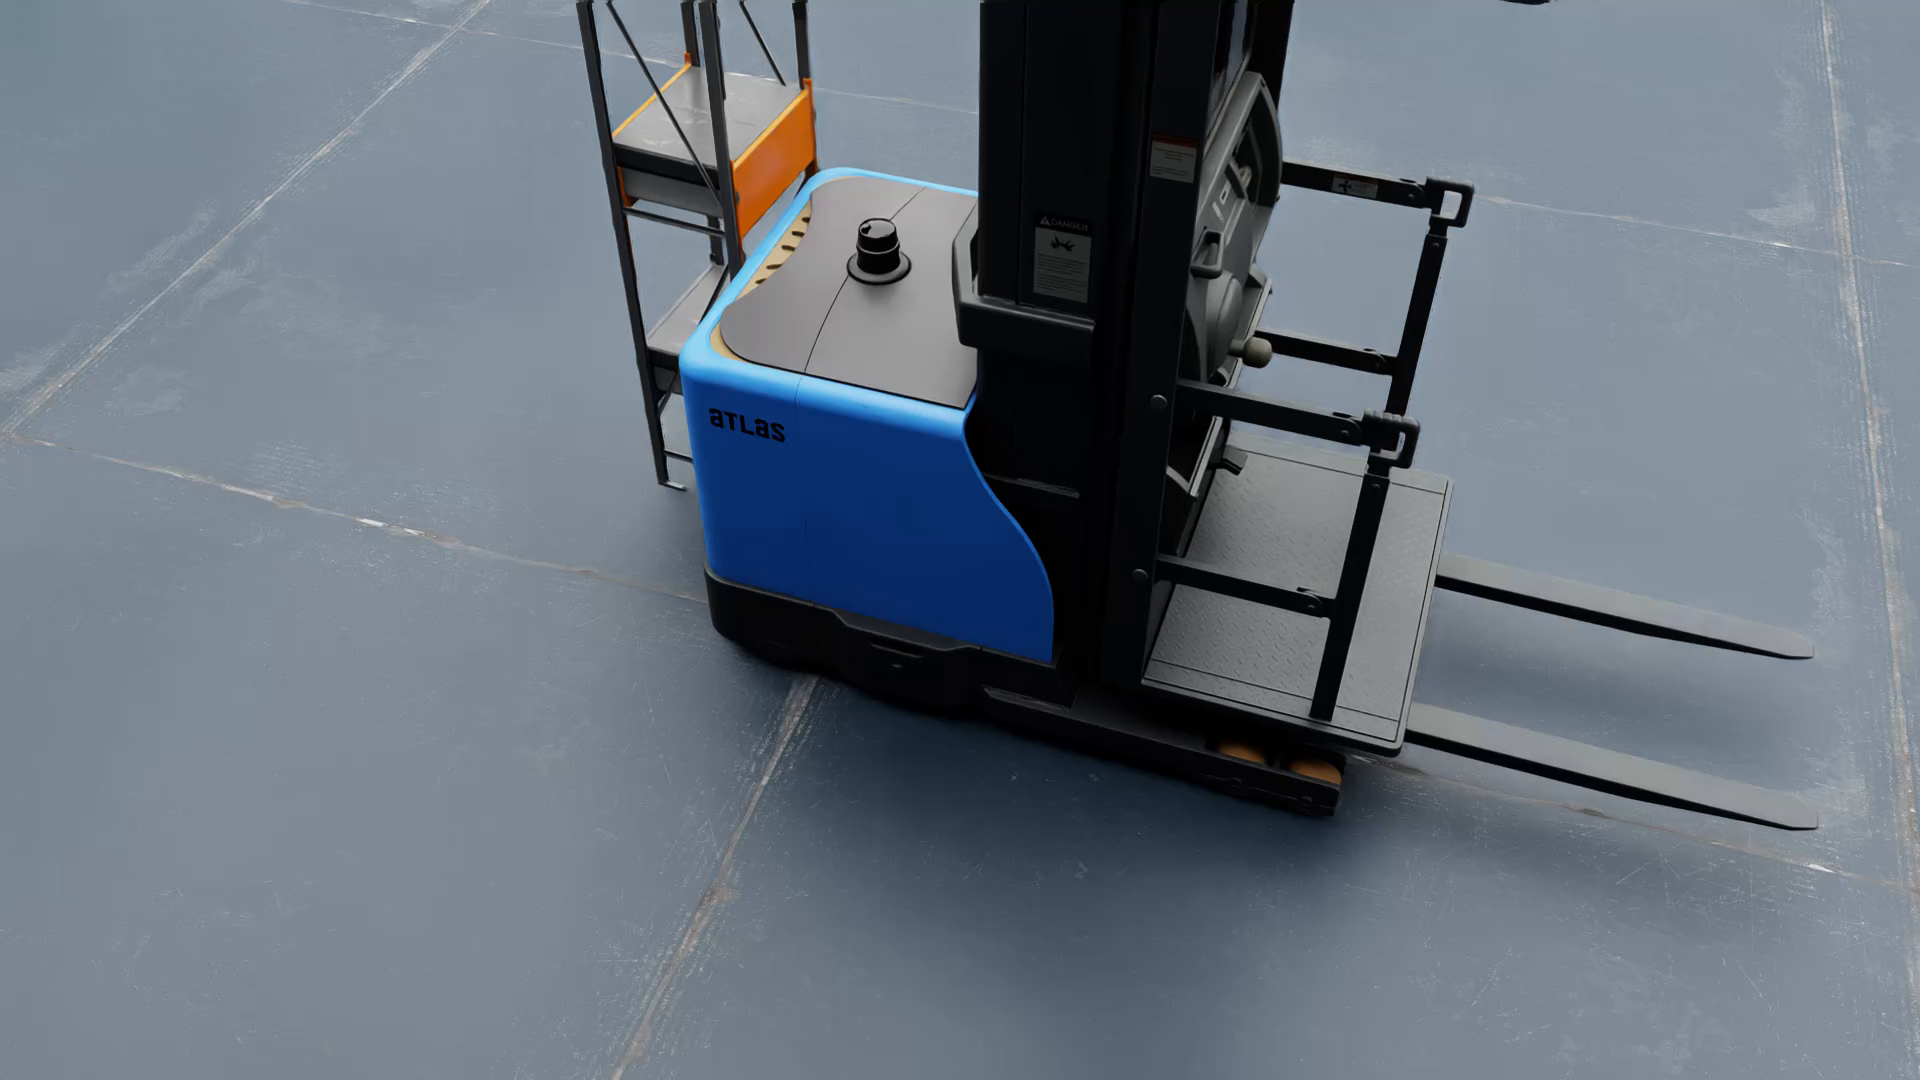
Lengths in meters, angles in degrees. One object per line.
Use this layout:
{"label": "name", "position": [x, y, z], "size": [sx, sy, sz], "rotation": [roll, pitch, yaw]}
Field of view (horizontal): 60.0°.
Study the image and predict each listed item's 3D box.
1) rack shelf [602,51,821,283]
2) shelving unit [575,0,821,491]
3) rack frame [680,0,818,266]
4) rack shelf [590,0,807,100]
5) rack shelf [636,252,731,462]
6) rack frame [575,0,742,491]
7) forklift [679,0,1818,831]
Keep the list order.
{"label": "rack shelf", "position": [-0.705, -1.033, 4.823], "size": [0.431, 0.518, 0.480], "rotation": [16, 47, 16]}
{"label": "shelving unit", "position": [-0.705, -1.042, 4.814], "size": [0.431, 2.100, 0.503], "rotation": [16, 47, 16]}
{"label": "rack frame", "position": [-0.611, -1.200, 4.975], "size": [0.400, 2.100, 0.015], "rotation": [16, 47, 16]}
{"label": "rack shelf", "position": [-0.705, -1.533, 4.334], "size": [0.431, 0.518, 0.480], "rotation": [16, 47, 16]}
{"label": "rack shelf", "position": [-0.705, -0.532, 5.313], "size": [0.431, 0.518, 0.480], "rotation": [16, 47, 16]}
{"label": "rack frame", "position": [-0.799, -0.885, 4.653], "size": [0.400, 2.100, 0.015], "rotation": [16, 47, 16]}
{"label": "forklift", "position": [0.839, -0.727, 3.898], "size": [3.031, 2.935, 1.130], "rotation": [14, 46, 14]}
